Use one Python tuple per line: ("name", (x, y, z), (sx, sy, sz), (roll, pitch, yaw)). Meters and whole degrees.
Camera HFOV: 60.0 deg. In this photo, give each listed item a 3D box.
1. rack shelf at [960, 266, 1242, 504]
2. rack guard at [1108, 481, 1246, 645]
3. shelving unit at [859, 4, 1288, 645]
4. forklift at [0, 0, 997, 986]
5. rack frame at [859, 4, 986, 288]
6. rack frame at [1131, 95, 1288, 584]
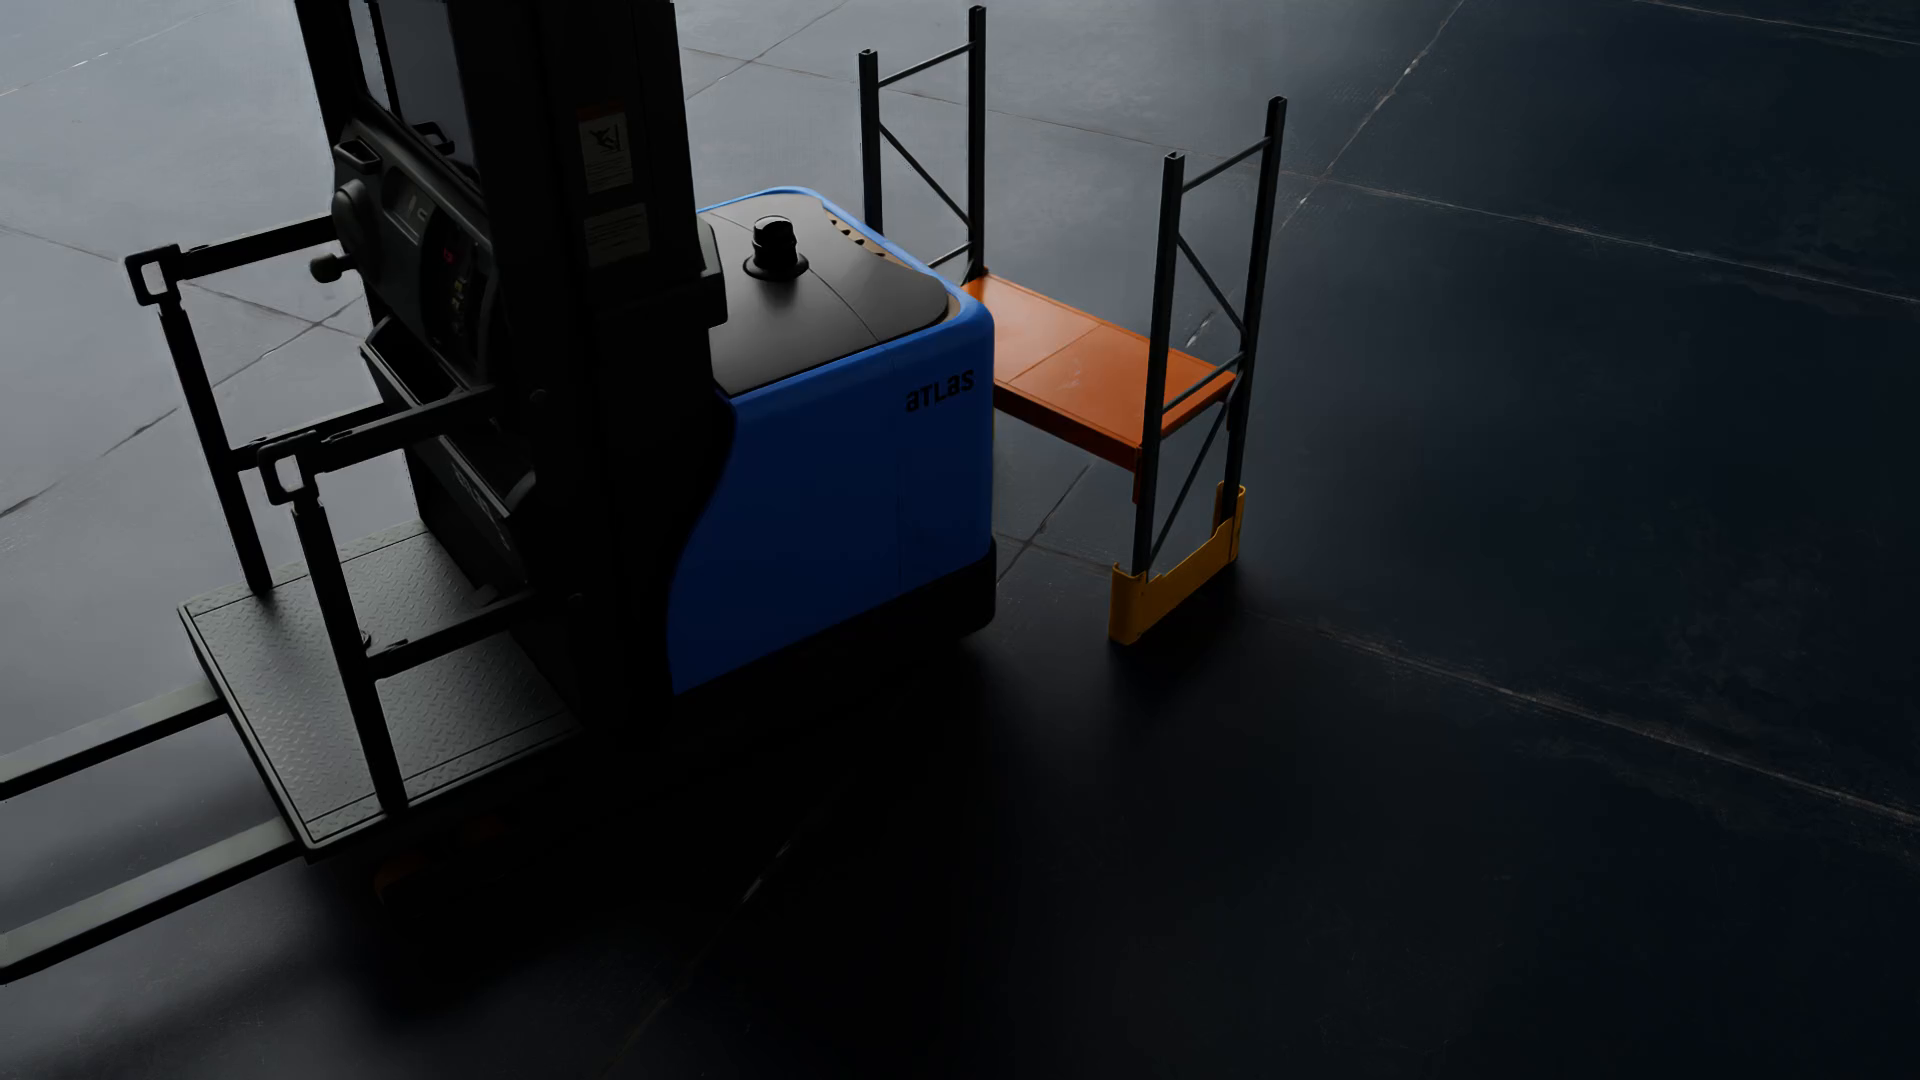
("rack shelf", (0.283, -0.487, 4.949), (1.000, 0.185, 0.538), (28, 45, 32))
("rack guard", (0.650, 0.062, 4.962), (0.087, 0.250, 0.587), (28, 45, 32))
("shelving unit", (0.276, -0.634, 4.845), (1.083, 1.500, 0.587), (28, 45, 32))
("forklift", (-1.390, -0.614, 3.635), (3.031, 2.935, 1.130), (-23, 43, -28))
("rack frame", (-0.100, -0.833, 5.107), (0.032, 1.500, 0.500), (28, 45, 32))
("rack frame", (0.665, -0.428, 4.574), (0.032, 1.500, 0.500), (28, 45, 32))
